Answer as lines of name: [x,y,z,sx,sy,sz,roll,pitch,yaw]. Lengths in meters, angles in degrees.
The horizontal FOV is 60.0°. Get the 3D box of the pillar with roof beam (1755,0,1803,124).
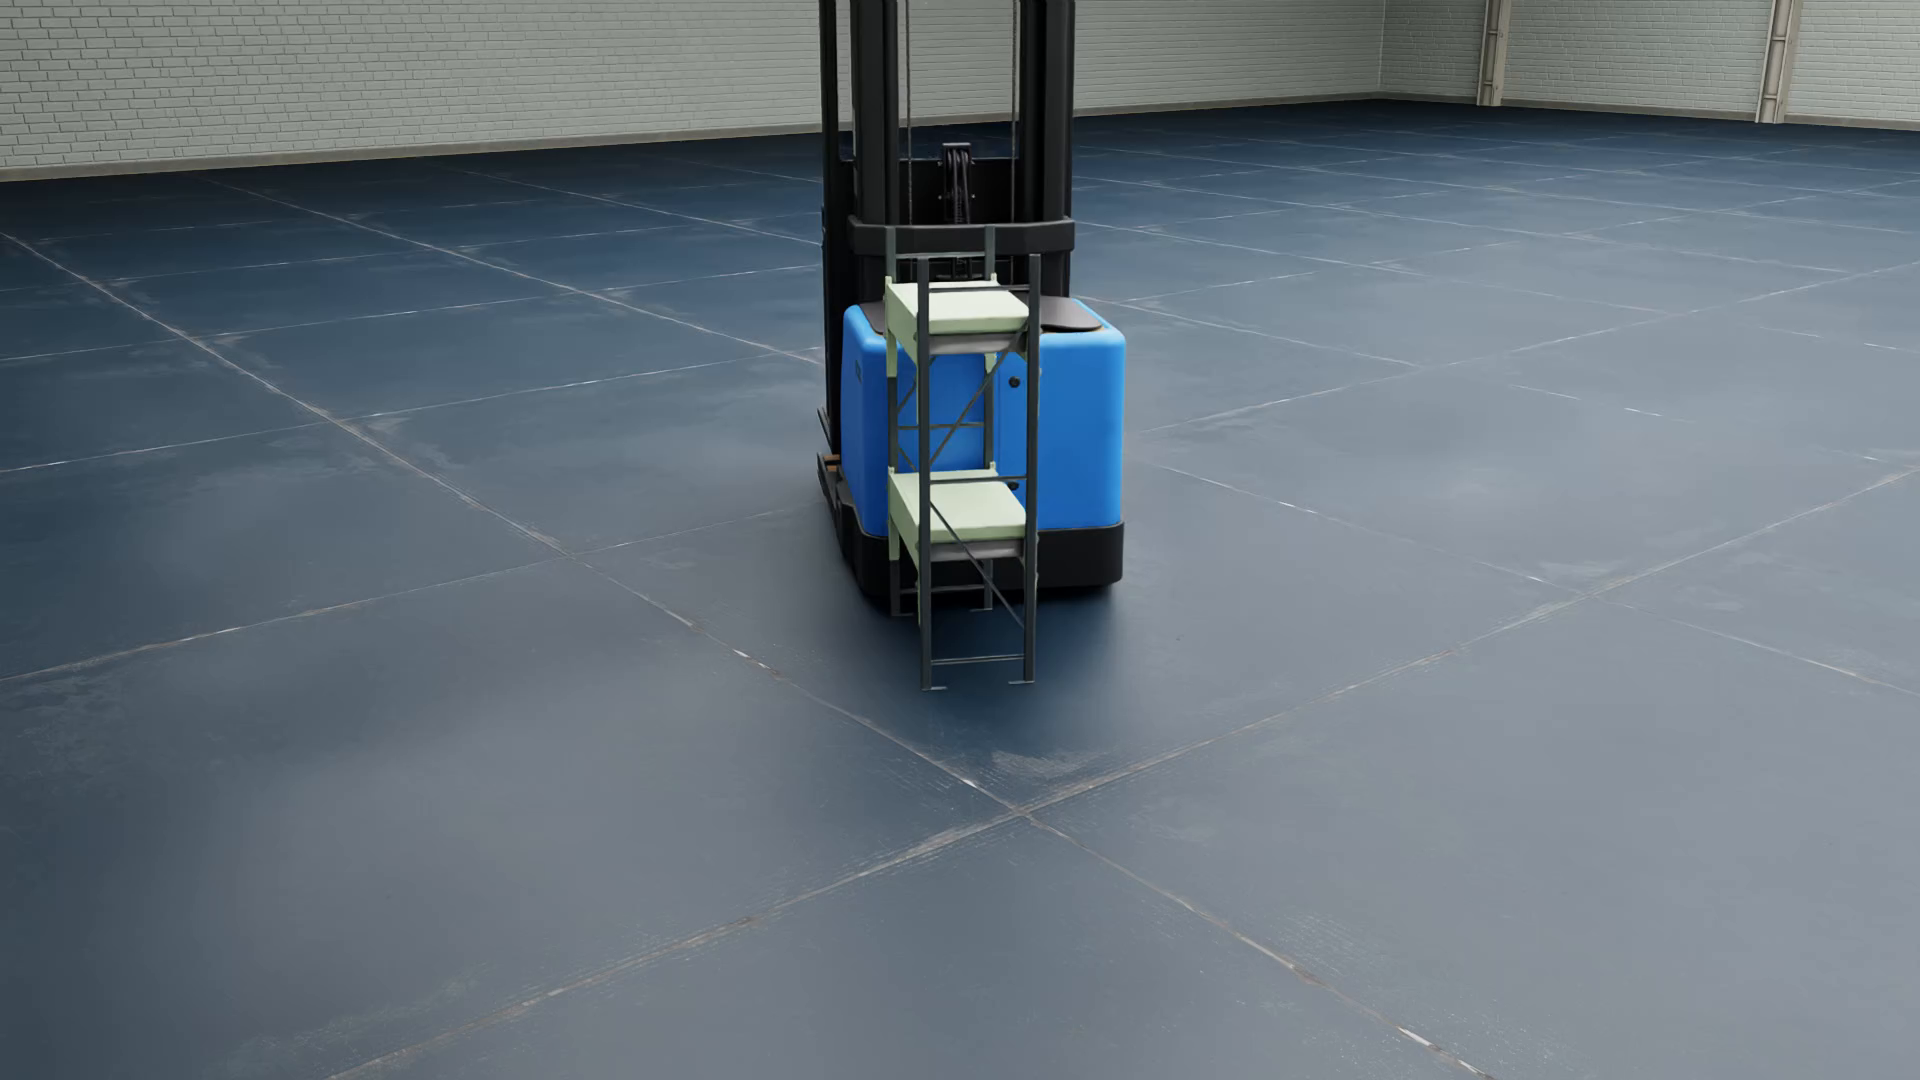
pillar with roof beam: [11.455,-11.081,26.512,9.100,9.000,0.400,-14,23,-36]

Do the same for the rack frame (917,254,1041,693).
rack frame: [0.062,-0.198,5.574,0.400,1.500,0.023,-3,19,-10]

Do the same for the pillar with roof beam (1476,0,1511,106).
pillar with roof beam: [7.729,-12.560,30.977,9.100,9.000,0.400,-14,23,-36]

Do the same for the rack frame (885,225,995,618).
rack frame: [-0.071,-0.424,6.257,0.400,1.500,0.023,-3,19,-10]

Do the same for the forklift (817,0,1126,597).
forklift: [-0.093,-1.594,7.512,1.130,2.935,3.031,-3,19,-9]

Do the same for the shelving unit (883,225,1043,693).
shelving unit: [-0.004,-0.311,5.915,0.431,1.500,0.755,-3,19,-10]

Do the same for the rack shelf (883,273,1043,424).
rack shelf: [-0.004,-0.681,5.793,0.431,0.370,0.720,-3,19,-10]

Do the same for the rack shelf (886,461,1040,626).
rack shelf: [-0.004,-0.001,6.018,0.431,0.370,0.720,-3,19,-10]
